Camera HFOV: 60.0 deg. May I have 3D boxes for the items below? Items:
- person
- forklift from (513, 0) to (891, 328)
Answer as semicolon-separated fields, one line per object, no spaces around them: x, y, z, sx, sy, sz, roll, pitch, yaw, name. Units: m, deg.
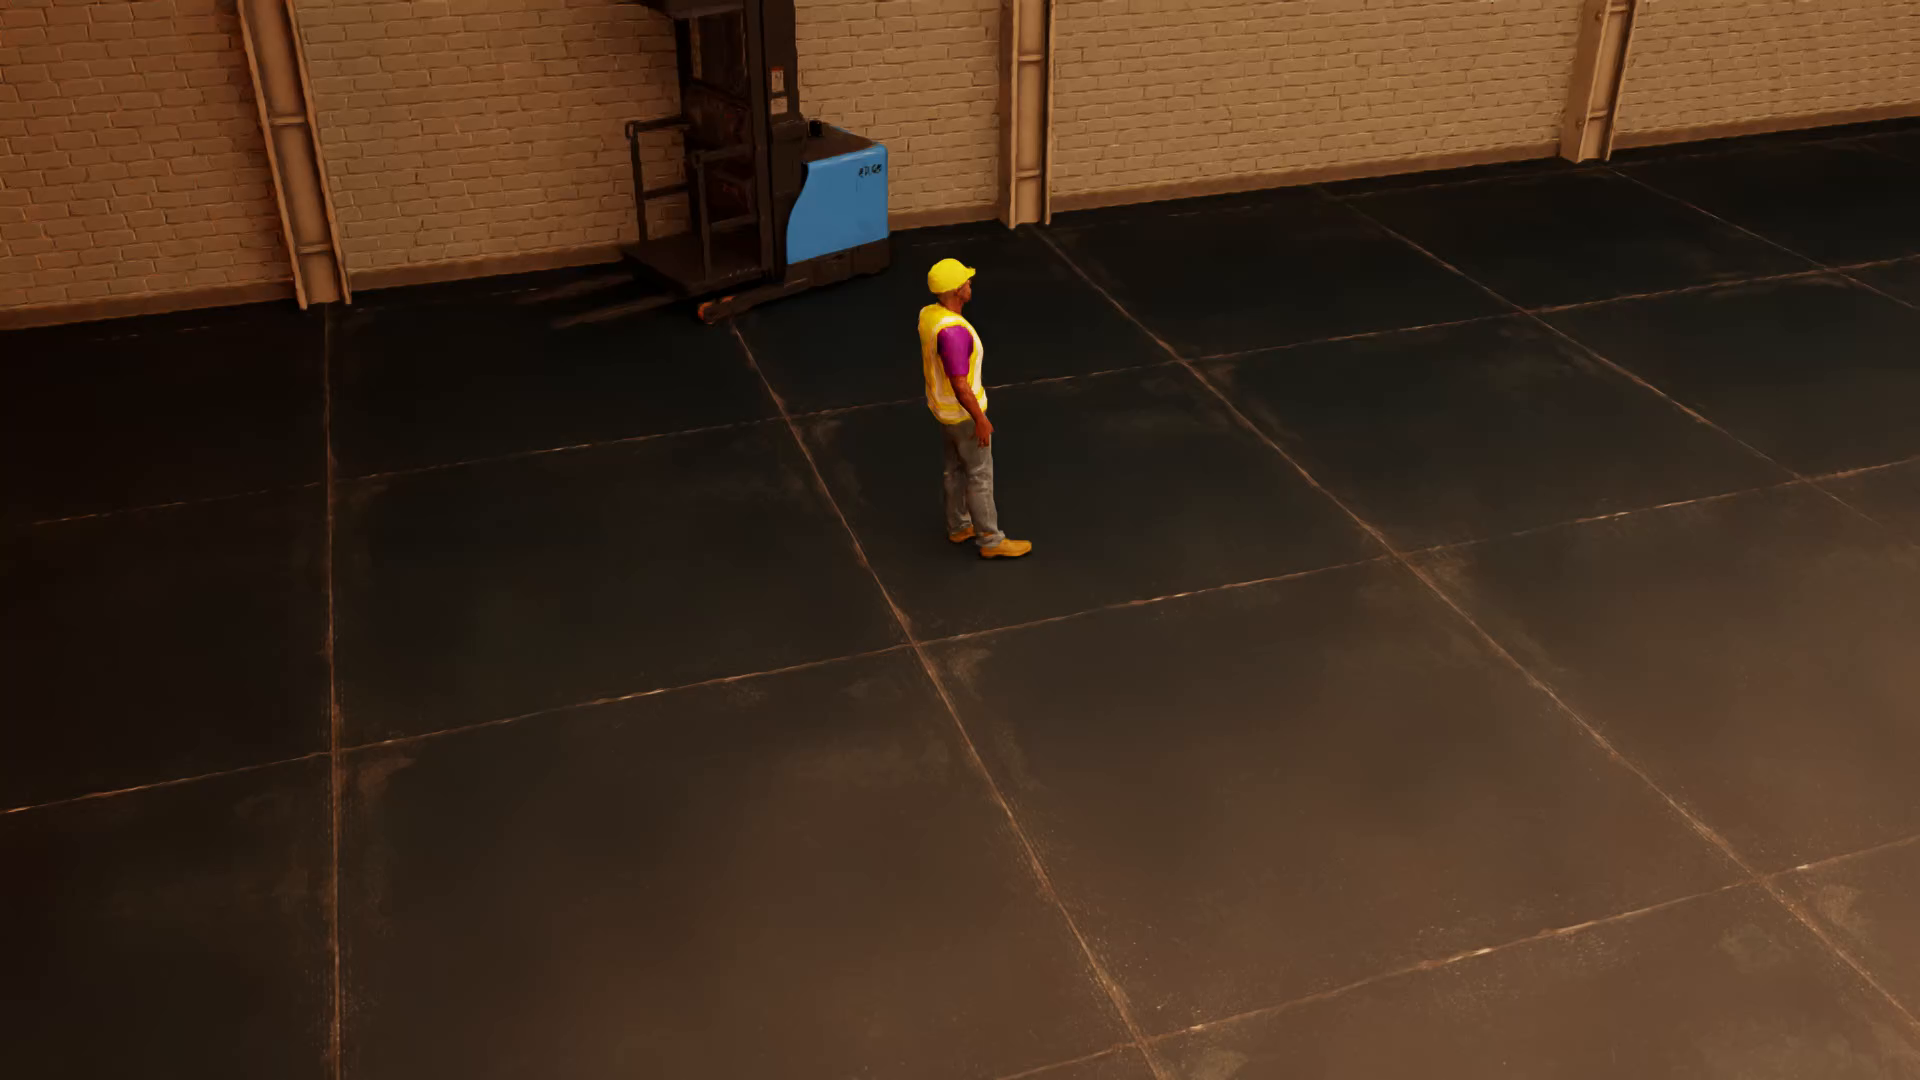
-0.007;-0.793;9.560;0.419;1.707;0.665;-10;31;-16;person
-2.044;-3.250;12.736;3.031;2.935;1.130;-22;36;-33;forklift
